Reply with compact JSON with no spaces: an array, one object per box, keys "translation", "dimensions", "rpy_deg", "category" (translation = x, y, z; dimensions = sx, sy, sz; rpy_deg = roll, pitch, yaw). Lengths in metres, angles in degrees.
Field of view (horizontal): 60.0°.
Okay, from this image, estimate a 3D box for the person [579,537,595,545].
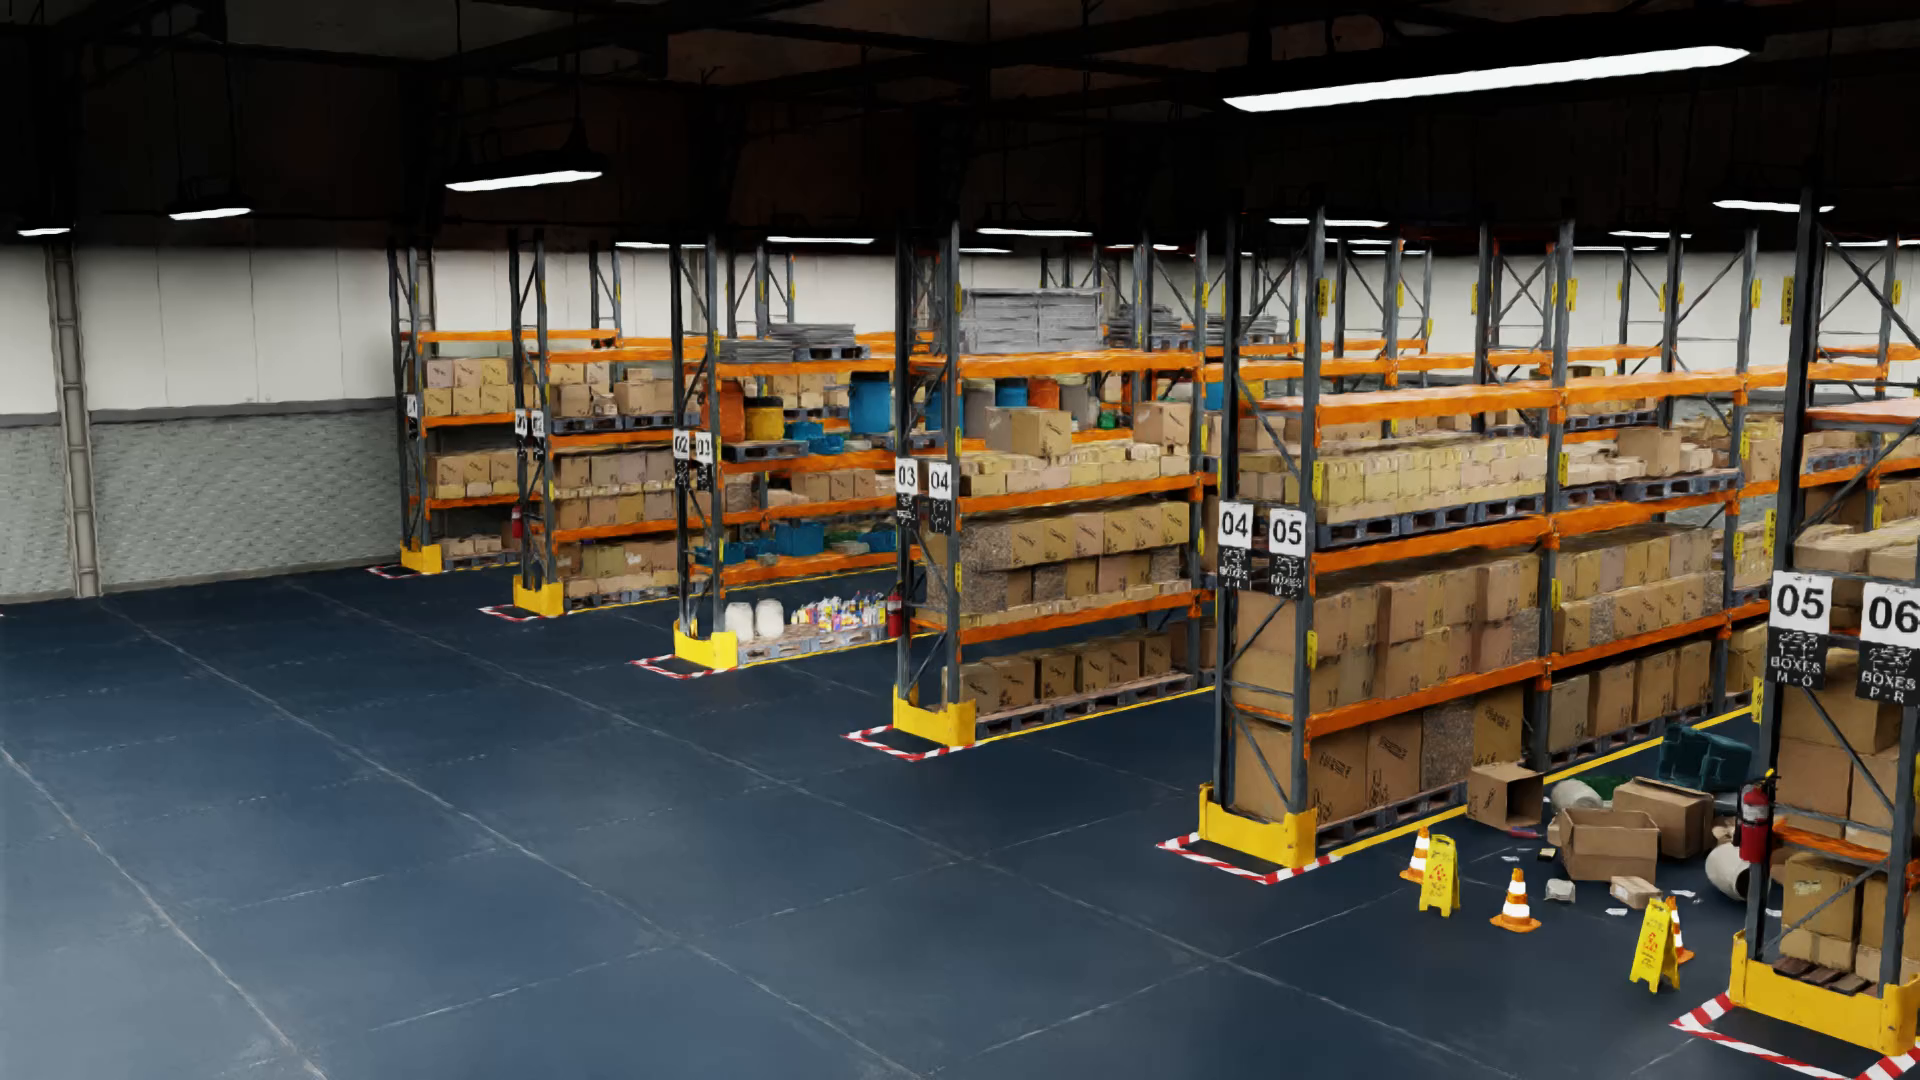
[{"translation":[-6.700,-0.210,29.787],"dimensions":[0.591,1.491,0.800],"rpy_deg":[6,10,33],"category":"person"}]
